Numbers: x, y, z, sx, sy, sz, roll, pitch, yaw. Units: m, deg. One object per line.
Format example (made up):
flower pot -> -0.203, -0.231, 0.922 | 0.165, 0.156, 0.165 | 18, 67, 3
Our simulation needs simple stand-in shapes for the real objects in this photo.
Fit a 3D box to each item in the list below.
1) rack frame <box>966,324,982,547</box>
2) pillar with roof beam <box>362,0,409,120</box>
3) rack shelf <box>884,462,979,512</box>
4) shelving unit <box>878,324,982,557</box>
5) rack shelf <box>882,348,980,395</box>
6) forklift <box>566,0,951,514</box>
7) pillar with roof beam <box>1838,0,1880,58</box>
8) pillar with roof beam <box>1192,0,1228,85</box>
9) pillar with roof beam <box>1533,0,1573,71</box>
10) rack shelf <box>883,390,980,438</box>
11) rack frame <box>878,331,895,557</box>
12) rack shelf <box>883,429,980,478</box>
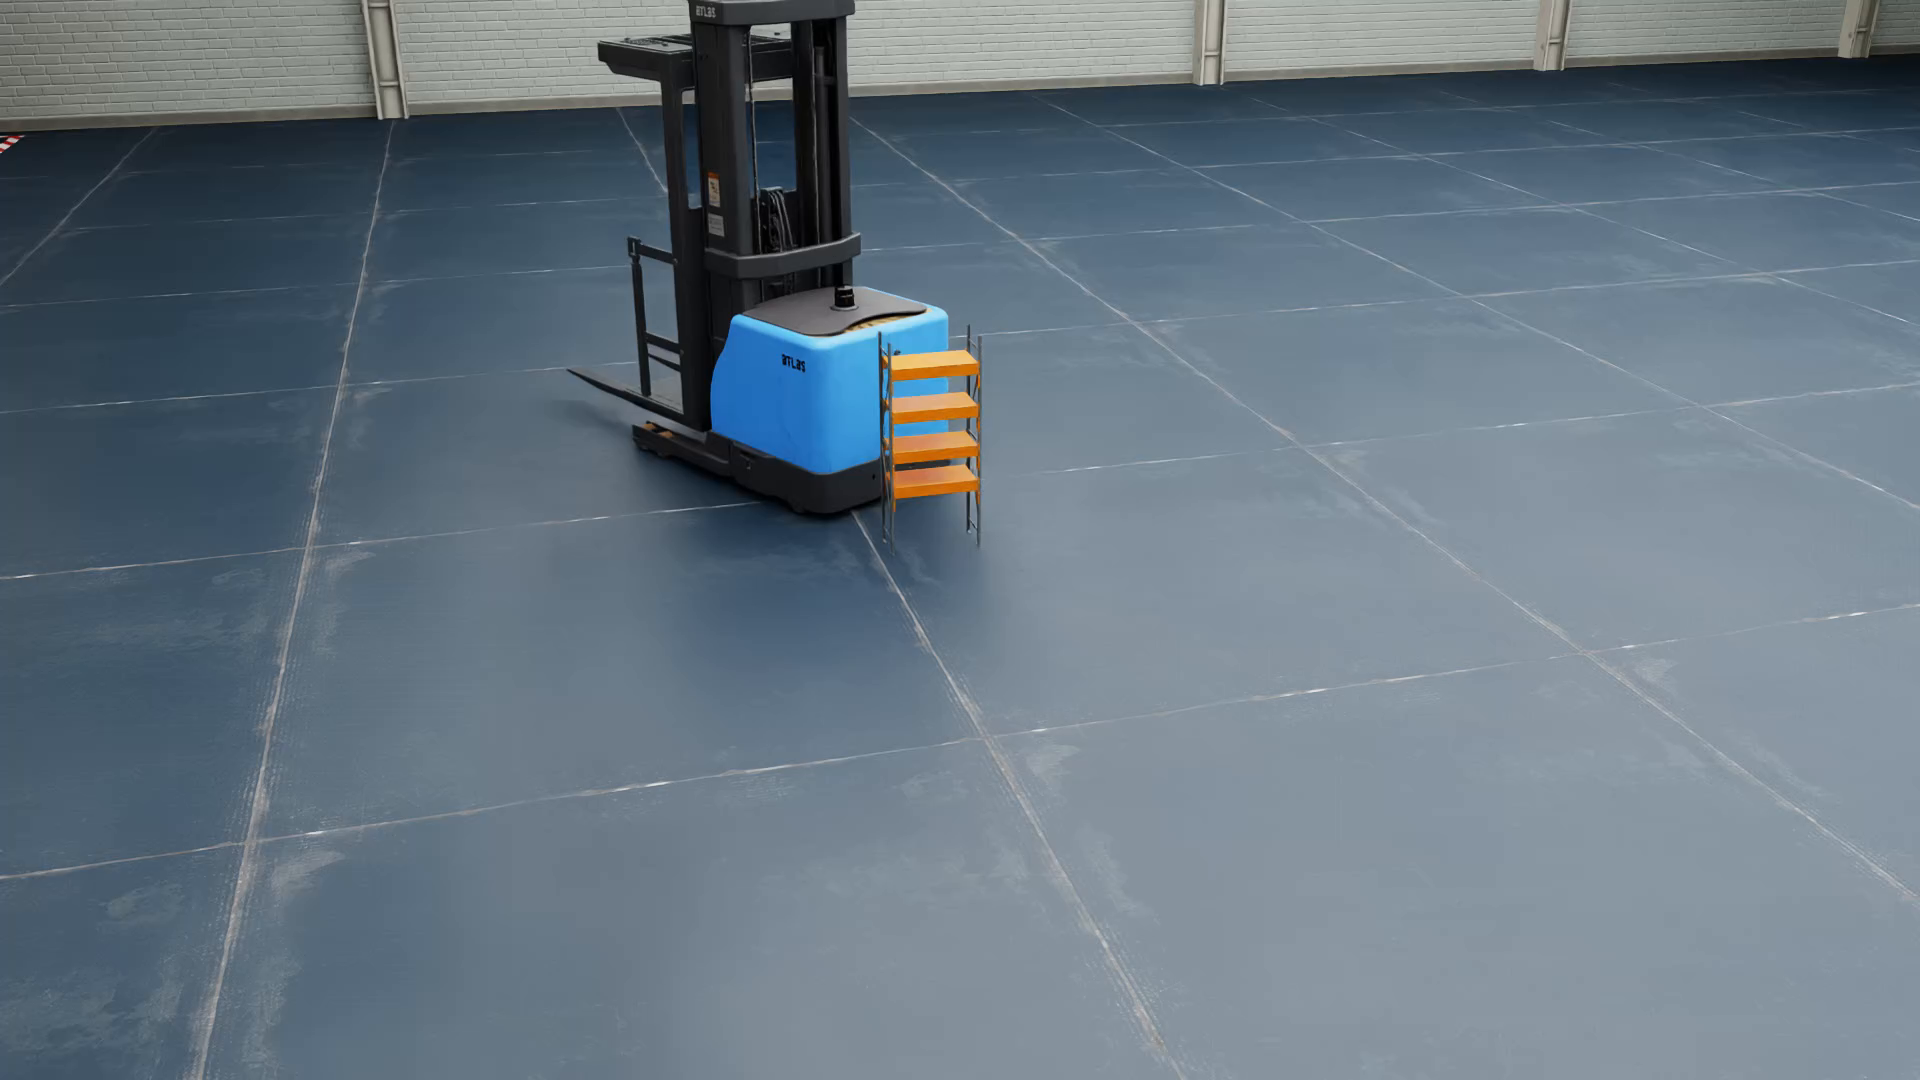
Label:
rack frame -> 0.076, -0.560, 9.033 | 0.015, 1.200, 0.240 | -6, 24, -14
pillar with roof beam -> -6.567, -8.273, 17.118 | 0.400, 9.000, 9.100 | -6, 24, -14
rack shelf -> -0.159, -0.289, 9.077 | 0.480, 0.148, 0.258 | -6, 24, -14
shelving unit -> -0.159, -0.534, 8.972 | 0.503, 1.200, 0.258 | -6, 24, -14
rack shelf -> -0.159, -0.895, 8.817 | 0.480, 0.148, 0.258 | -6, 24, -14
forklift -> -1.432, -1.987, 10.163 | 1.130, 2.935, 3.031 | -21, 31, -39
pillar with roof beam -> 16.541, -10.829, 23.075 | 0.400, 9.000, 9.100 | -6, 24, -14
pillar with roof beam -> 4.987, -9.551, 20.097 | 0.400, 9.000, 9.100 | -6, 24, -14
pillar with roof beam -> 10.764, -10.190, 21.586 | 0.400, 9.000, 9.100 | -6, 24, -14
rack shelf -> -0.159, -0.677, 8.911 | 0.480, 0.148, 0.258 | -6, 24, -14
rack frame -> -0.394, -0.508, 8.912 | 0.015, 1.200, 0.240 | -6, 24, -14
rack shelf -> -0.159, -0.472, 8.999 | 0.480, 0.148, 0.258 | -6, 24, -14
